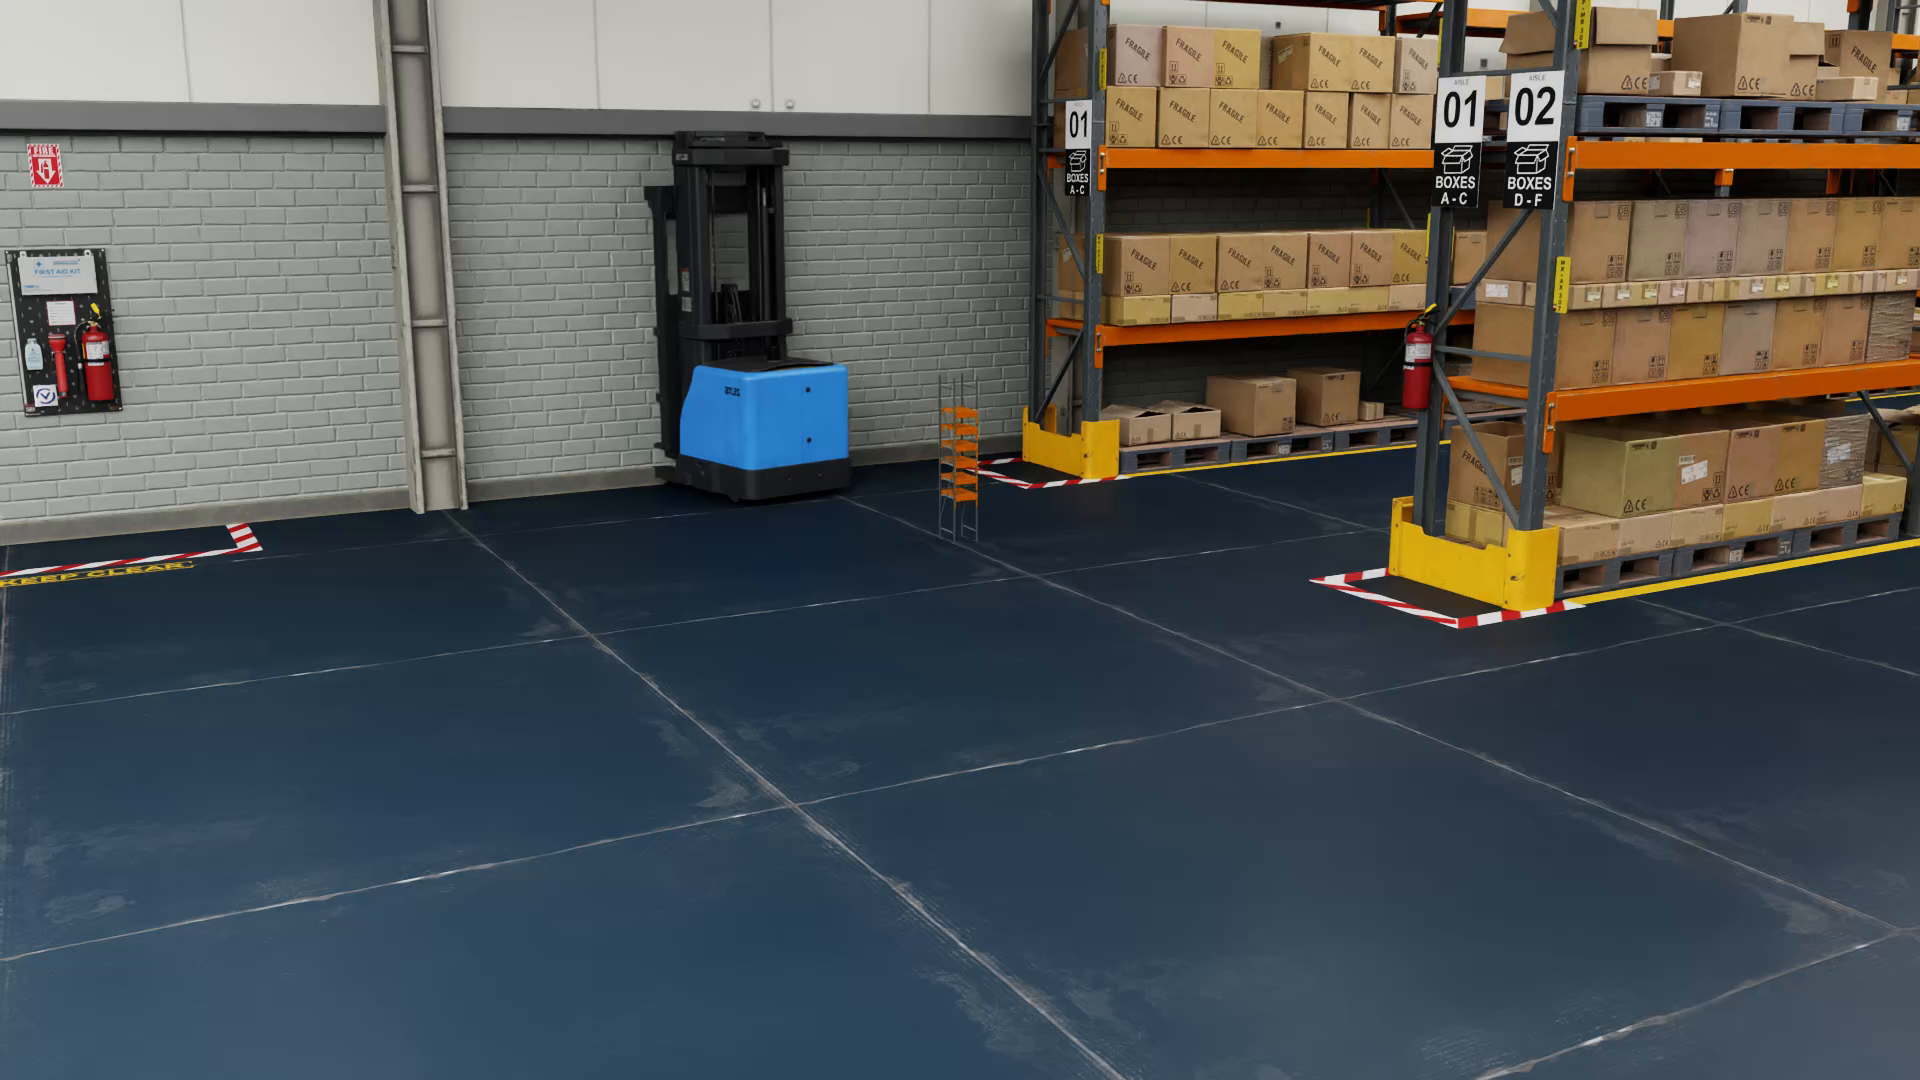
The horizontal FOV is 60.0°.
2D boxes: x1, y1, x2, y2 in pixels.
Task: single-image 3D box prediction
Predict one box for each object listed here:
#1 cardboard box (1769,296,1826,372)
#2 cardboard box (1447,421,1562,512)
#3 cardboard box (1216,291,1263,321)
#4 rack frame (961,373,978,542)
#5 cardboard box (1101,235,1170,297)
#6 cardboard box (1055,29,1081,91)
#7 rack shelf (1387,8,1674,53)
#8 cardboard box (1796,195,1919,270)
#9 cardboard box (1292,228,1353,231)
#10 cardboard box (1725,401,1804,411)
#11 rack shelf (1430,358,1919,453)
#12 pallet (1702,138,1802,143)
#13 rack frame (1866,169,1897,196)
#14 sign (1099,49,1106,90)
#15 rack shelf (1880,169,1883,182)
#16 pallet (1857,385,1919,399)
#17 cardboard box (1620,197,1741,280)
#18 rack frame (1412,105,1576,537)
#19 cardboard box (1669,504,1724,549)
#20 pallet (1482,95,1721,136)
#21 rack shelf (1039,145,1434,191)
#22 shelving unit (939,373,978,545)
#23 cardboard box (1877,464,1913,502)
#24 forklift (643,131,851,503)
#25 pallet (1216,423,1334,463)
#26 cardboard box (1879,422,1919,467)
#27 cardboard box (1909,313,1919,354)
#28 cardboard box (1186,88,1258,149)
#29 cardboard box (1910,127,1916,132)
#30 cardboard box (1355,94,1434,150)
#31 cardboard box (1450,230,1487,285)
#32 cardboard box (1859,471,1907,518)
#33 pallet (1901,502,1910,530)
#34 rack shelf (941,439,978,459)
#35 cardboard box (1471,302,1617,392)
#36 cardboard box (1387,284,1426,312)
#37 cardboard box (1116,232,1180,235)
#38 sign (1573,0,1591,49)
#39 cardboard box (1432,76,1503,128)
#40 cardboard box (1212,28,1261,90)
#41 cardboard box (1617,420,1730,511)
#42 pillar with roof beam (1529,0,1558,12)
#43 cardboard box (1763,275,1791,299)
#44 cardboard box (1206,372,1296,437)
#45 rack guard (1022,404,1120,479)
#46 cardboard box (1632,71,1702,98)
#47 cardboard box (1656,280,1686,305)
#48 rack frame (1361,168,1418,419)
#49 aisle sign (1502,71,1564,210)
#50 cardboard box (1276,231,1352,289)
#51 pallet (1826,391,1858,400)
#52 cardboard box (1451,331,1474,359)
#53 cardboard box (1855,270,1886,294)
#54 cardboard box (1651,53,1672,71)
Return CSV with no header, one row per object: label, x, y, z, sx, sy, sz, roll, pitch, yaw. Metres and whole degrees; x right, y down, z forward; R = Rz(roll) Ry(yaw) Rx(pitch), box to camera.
cardboard box,5.518,-1.468,11.571,0.500,0.500,0.700,-7,14,-27
cardboard box,3.624,-0.498,11.087,0.500,0.500,0.500,-7,14,-28
cardboard box,2.398,-2.145,15.107,0.500,0.250,0.500,-7,15,-29
rack frame,0.068,-0.593,12.013,0.006,1.200,0.240,-7,14,-28
cardboard box,1.482,-2.404,14.546,0.500,0.500,0.500,-7,14,-28
cardboard box,1.172,-4.214,14.621,0.500,0.500,0.500,-6,14,-25
rack shelf,6.185,-5.121,16.917,4.000,0.370,1.077,-7,14,-28
cardboard box,6.420,-2.209,11.912,0.500,0.500,0.700,-7,14,-28
cardboard box,3.461,-2.769,16.171,0.500,0.500,0.500,-7,14,-28
cardboard box,5.815,-0.762,12.262,0.500,0.500,0.500,-7,14,-28
rack shelf,5.051,-1.014,11.422,4.000,0.370,1.077,-7,14,-28
pallet,8.481,-4.400,18.426,1.003,0.211,1.213,-6,14,-25
rack frame,11.452,-3.371,20.258,0.127,3.000,1.000,-7,14,-28
sign,1.179,-3.894,13.758,0.005,0.325,0.100,-7,14,-28
rack shelf,13.207,-4.694,20.942,4.000,0.370,1.077,-7,14,-28
pallet,10.811,-1.915,20.139,1.213,0.211,1.003,-7,14,-28
cardboard box,4.659,-1.998,10.973,0.500,0.500,0.700,-7,14,-28
rack frame,3.296,-1.155,10.408,0.127,3.000,1.000,-7,14,-28
cardboard box,4.749,-0.137,11.194,0.500,0.250,0.500,-7,14,-28
pallet,3.929,-2.644,10.397,1.213,0.211,1.003,-7,14,-28
rack shelf,2.674,-3.432,15.333,4.000,0.370,1.077,-7,14,-28
shelving unit,-0.013,-0.584,11.971,0.189,1.200,0.258,-7,14,-28
cardboard box,7.279,-0.434,12.510,0.500,0.250,0.500,-7,15,-29
forklift,-2.238,-1.993,14.291,1.130,2.935,3.031,-11,16,-39
pallet,2.785,-0.963,15.906,1.213,0.211,1.003,-7,14,-28
cardboard box,7.289,-0.708,12.452,0.500,0.311,0.500,-7,14,-28
cardboard box,7.218,-1.563,12.562,0.500,0.250,0.500,-6,14,-24
cardboard box,2.275,-3.723,14.715,0.500,0.500,0.500,-6,14,-25
cardboard box,11.940,-5.132,20.408,0.500,0.250,0.500,-7,14,-27
cardboard box,4.103,-3.951,15.727,0.500,0.500,0.500,-6,14,-26
cardboard box,4.893,-2.840,16.667,0.500,0.500,0.700,-7,14,-28
cardboard box,6.504,-0.348,12.130,0.500,0.250,0.500,-7,14,-28
pallet,7.435,-0.300,12.962,1.213,0.211,1.003,-7,14,-28
rack shelf,-0.013,-0.658,11.954,0.180,0.103,0.258,-7,14,-28
cardboard box,3.712,-1.250,10.604,0.500,0.500,0.700,-7,14,-28
cardboard box,4.159,-2.358,16.051,0.500,0.250,0.500,-7,14,-28
cardboard box,1.677,-2.553,15.209,0.500,0.500,0.500,-7,14,-27
sign,3.556,-2.976,9.496,0.005,0.325,0.100,-7,14,-28
cardboard box,4.948,-4.289,16.319,0.500,0.500,0.500,-5,13,-20
cardboard box,2.282,-4.211,14.608,0.500,0.500,0.500,-6,14,-26
cardboard box,4.744,-0.506,11.122,0.500,0.500,0.500,-7,14,-28
pillar with roof beam,8.448,-5.078,14.176,0.400,9.000,9.100,-7,14,-28
cardboard box,5.324,-1.709,11.166,0.250,0.149,0.380,-6,14,-26
cardboard box,2.738,-1.287,15.687,0.500,0.500,0.700,-8,15,-31
rack guard,0.986,-0.897,14.958,0.348,0.500,1.175,-7,14,-28
cardboard box,4.413,-2.858,10.444,0.250,0.149,0.380,-7,14,-28
cardboard box,4.416,-1.600,10.682,0.250,0.149,0.380,-7,14,-29
rack frame,4.430,-2.530,16.518,0.127,3.000,1.000,-7,14,-28
aisle sign,3.385,-2.357,9.830,0.004,0.787,0.394,-7,14,-28
cardboard box,3.281,-2.618,15.500,0.500,0.500,0.500,-7,15,-29
pallet,9.738,-1.786,19.564,1.213,0.211,1.003,-7,14,-28
cardboard box,5.453,-2.018,17.229,0.500,0.250,0.500,-7,15,-29
cardboard box,6.224,-1.817,11.647,0.250,0.149,0.380,-7,15,-30
cardboard box,4.668,-3.078,11.051,0.500,0.311,0.500,-5,14,-21
